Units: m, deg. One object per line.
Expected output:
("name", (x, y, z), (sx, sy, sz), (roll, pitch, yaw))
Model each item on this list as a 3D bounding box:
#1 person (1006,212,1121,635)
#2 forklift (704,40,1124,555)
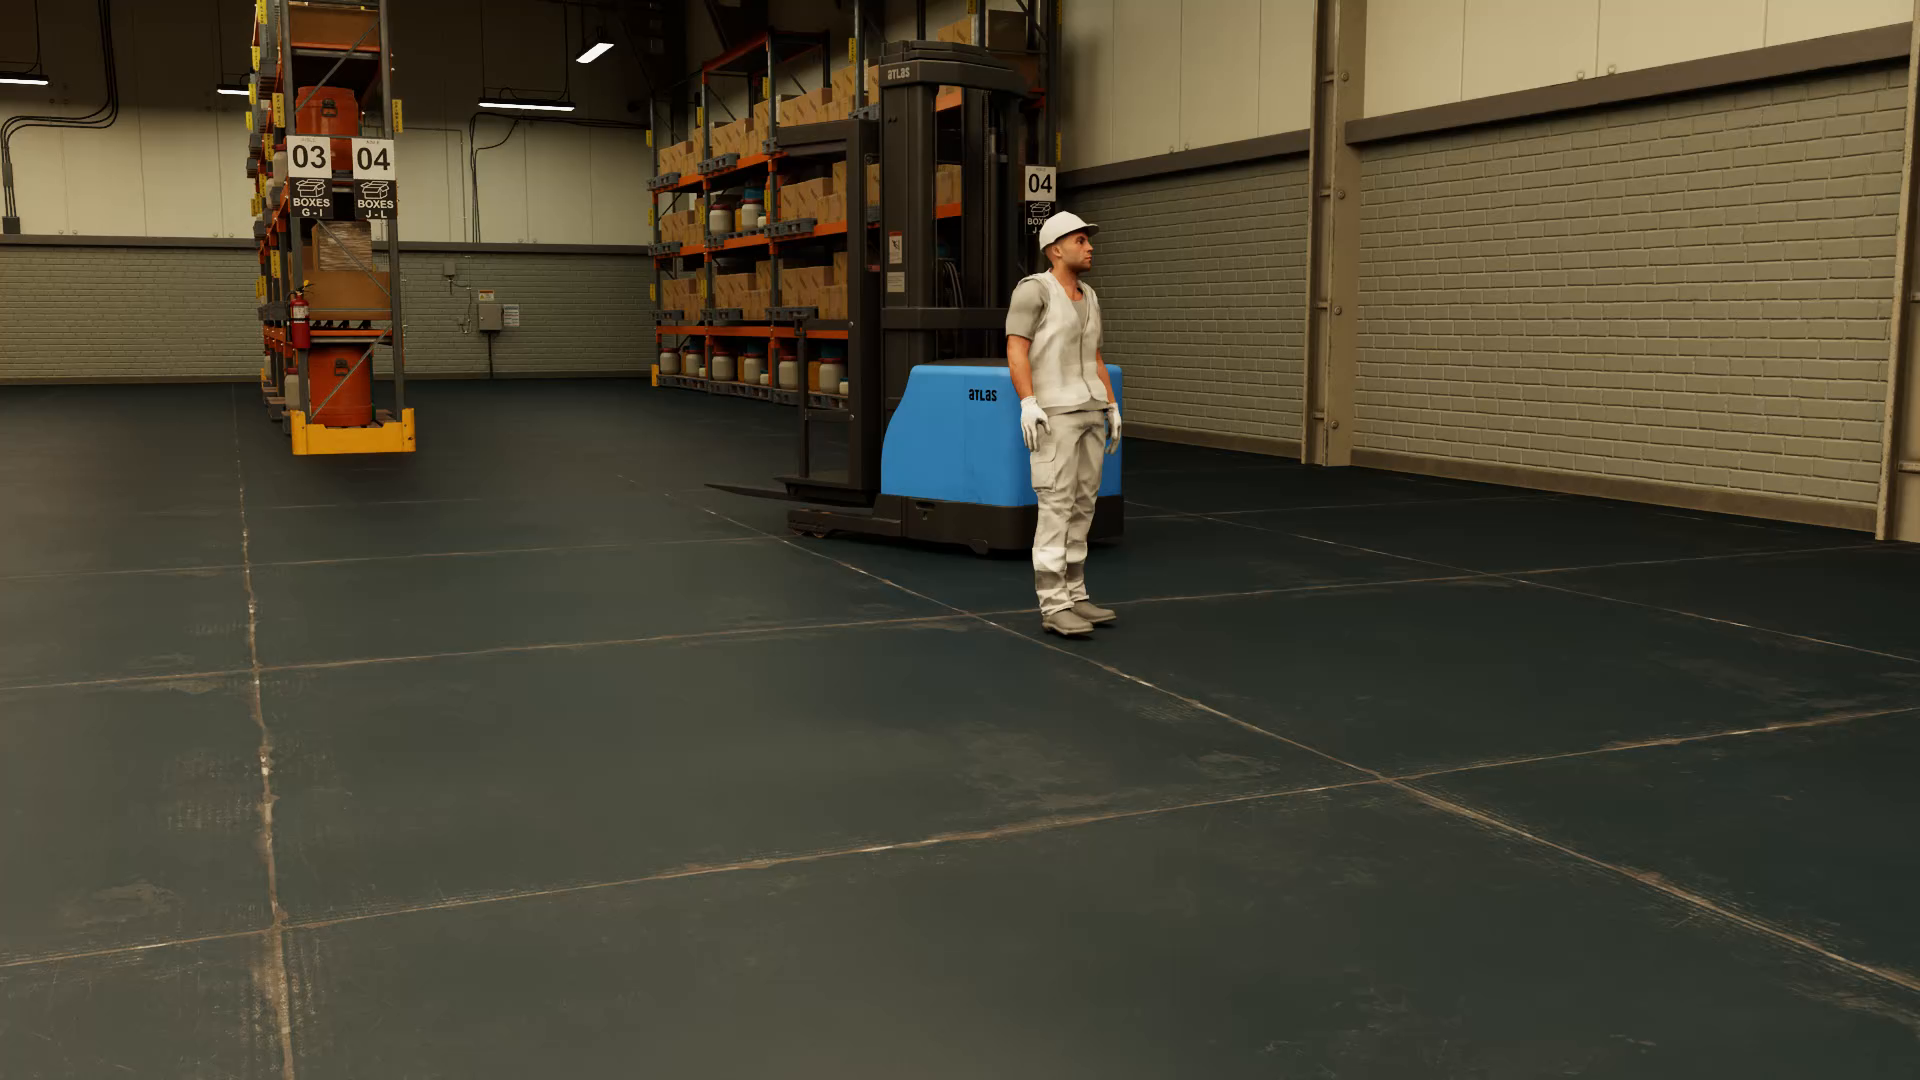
("person", (0.521, -0.521, 7.209), (0.562, 1.788, 0.638), (7, 10, 43))
("forklift", (-0.436, -1.509, 10.383), (3.031, 2.935, 1.130), (7, 10, 44))
